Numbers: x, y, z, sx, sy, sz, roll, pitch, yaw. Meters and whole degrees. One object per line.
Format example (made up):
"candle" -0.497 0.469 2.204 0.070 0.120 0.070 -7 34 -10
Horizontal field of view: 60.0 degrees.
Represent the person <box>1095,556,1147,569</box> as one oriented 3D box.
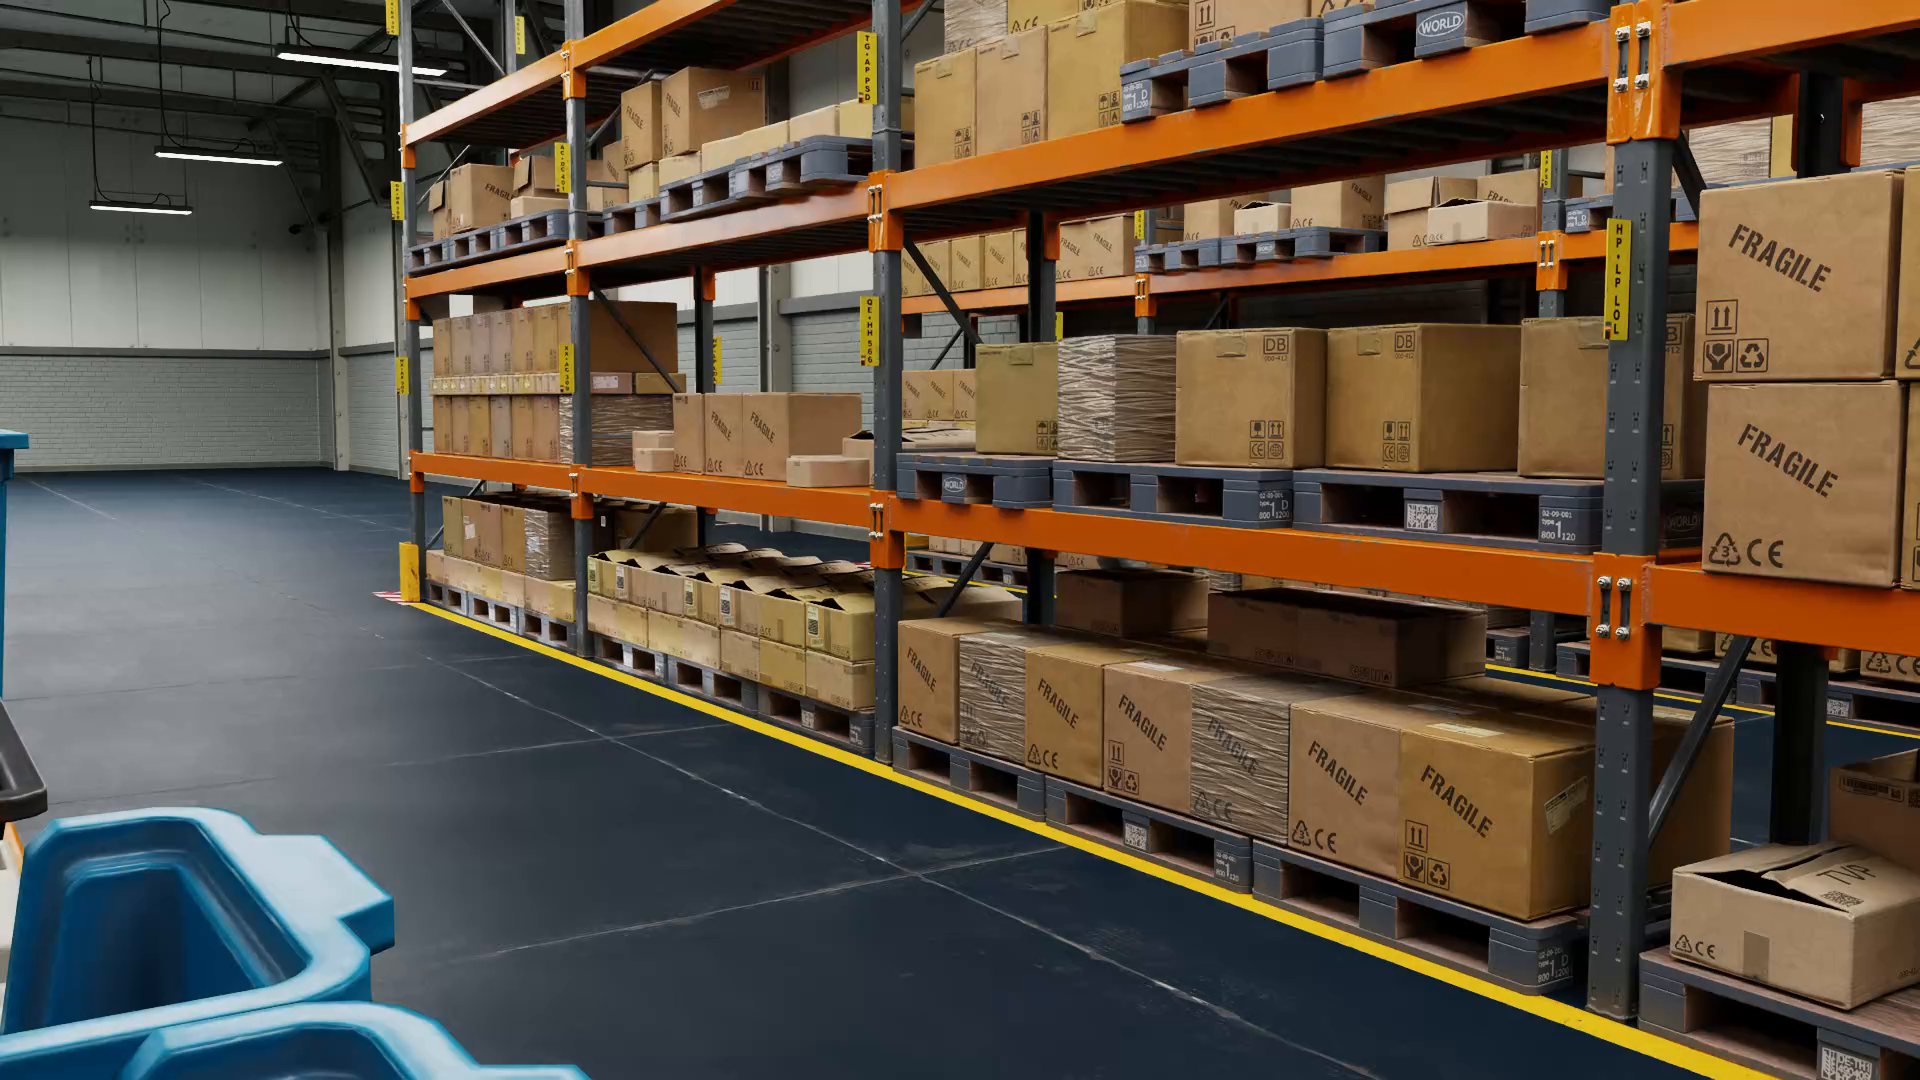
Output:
"person" 1.177 -0.100 12.221 0.443 1.669 0.528 -3 6 -35
